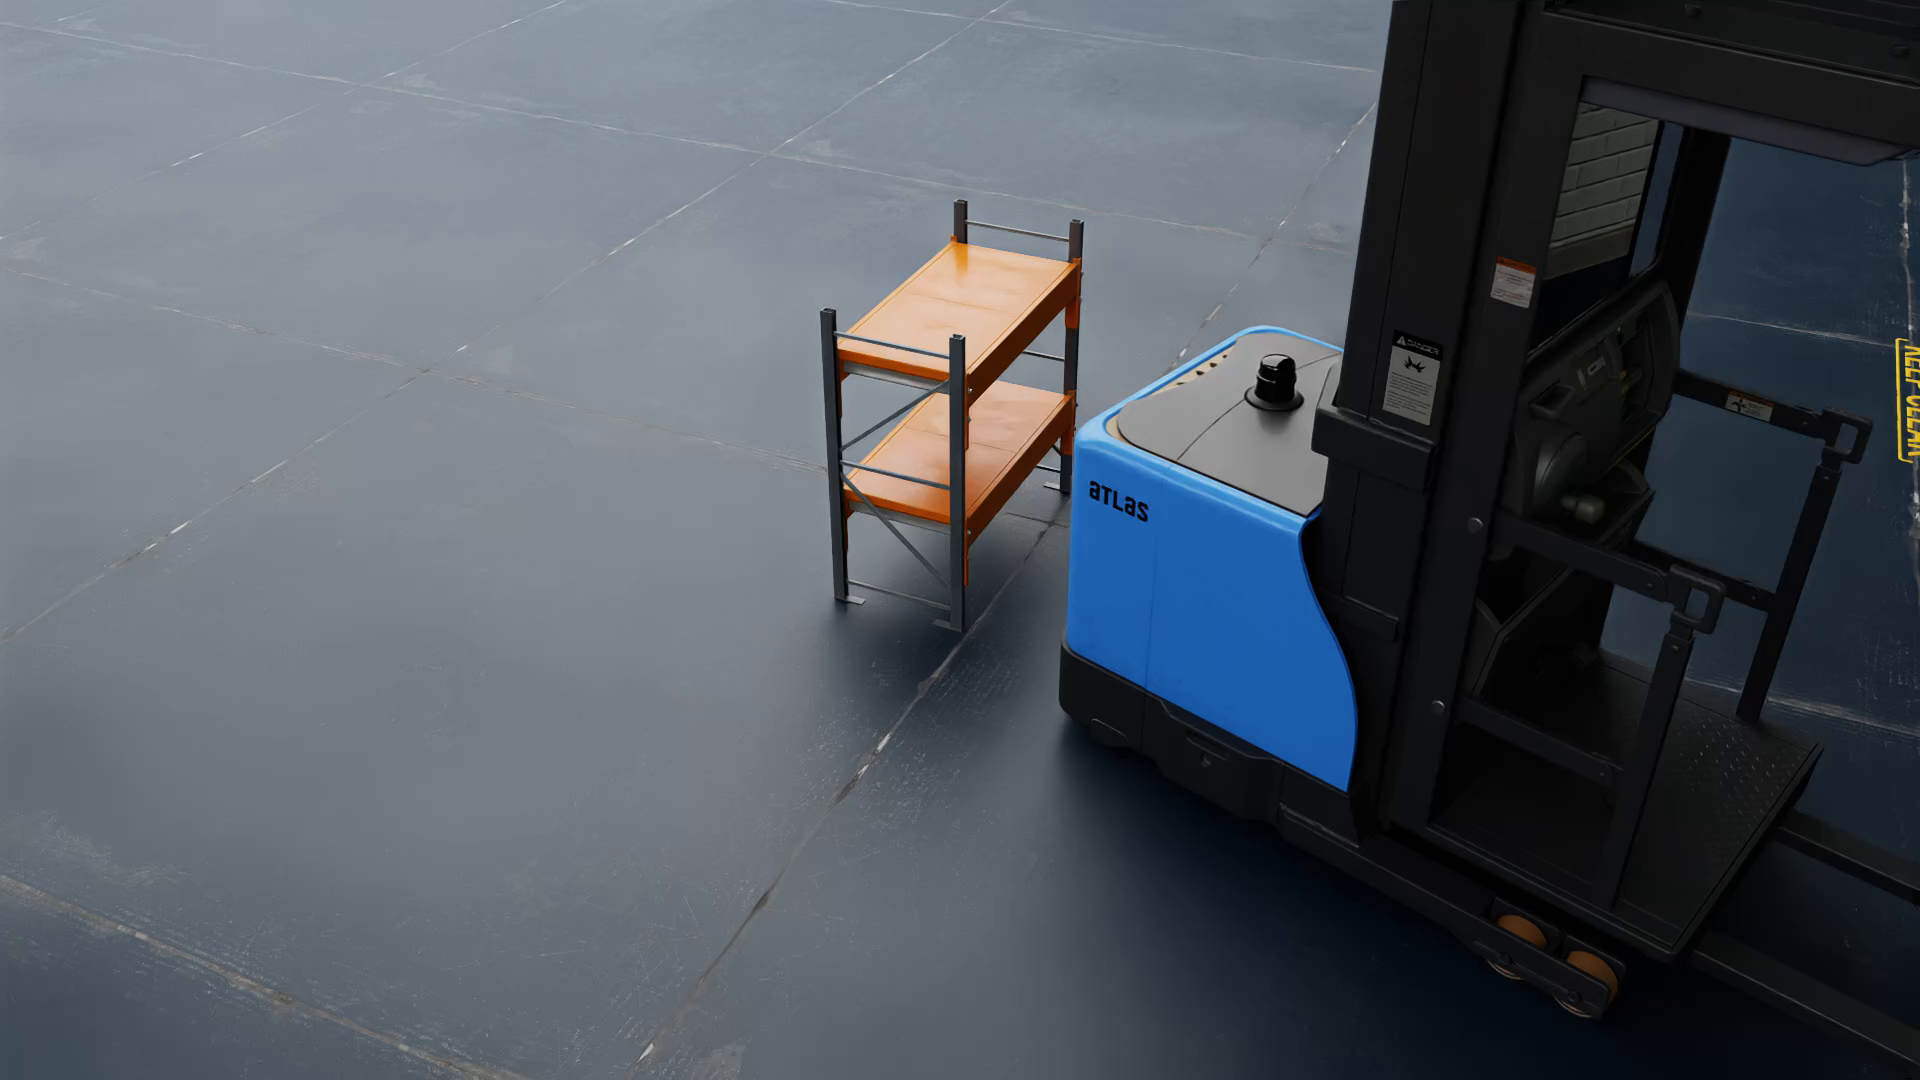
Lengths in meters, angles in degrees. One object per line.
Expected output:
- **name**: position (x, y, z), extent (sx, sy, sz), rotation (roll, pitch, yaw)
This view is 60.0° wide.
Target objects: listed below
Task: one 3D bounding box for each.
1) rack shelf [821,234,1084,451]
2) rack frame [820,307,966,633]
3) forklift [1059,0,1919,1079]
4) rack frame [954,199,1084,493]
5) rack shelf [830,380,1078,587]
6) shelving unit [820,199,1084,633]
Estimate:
- **rack shelf**: position (-0.003, -0.712, 5.776), extent (0.538, 0.278, 1.000), rotation (14, 36, 20)
- **rack frame**: position (-0.216, -0.214, 5.550), extent (0.500, 1.125, 0.032), rotation (14, 36, 20)
- **forklift**: position (1.751, -0.308, 4.046), extent (3.031, 2.935, 1.130), rotation (26, 41, 34)
- **rack frame**: position (0.210, -0.720, 6.323), extent (0.500, 1.125, 0.032), rotation (14, 36, 20)
- **rack shelf**: position (-0.003, -0.263, 6.070), extent (0.538, 0.278, 1.000), rotation (14, 36, 20)
- **shelving unit**: position (-0.003, -0.467, 5.936), extent (0.538, 1.125, 1.048), rotation (14, 36, 20)
